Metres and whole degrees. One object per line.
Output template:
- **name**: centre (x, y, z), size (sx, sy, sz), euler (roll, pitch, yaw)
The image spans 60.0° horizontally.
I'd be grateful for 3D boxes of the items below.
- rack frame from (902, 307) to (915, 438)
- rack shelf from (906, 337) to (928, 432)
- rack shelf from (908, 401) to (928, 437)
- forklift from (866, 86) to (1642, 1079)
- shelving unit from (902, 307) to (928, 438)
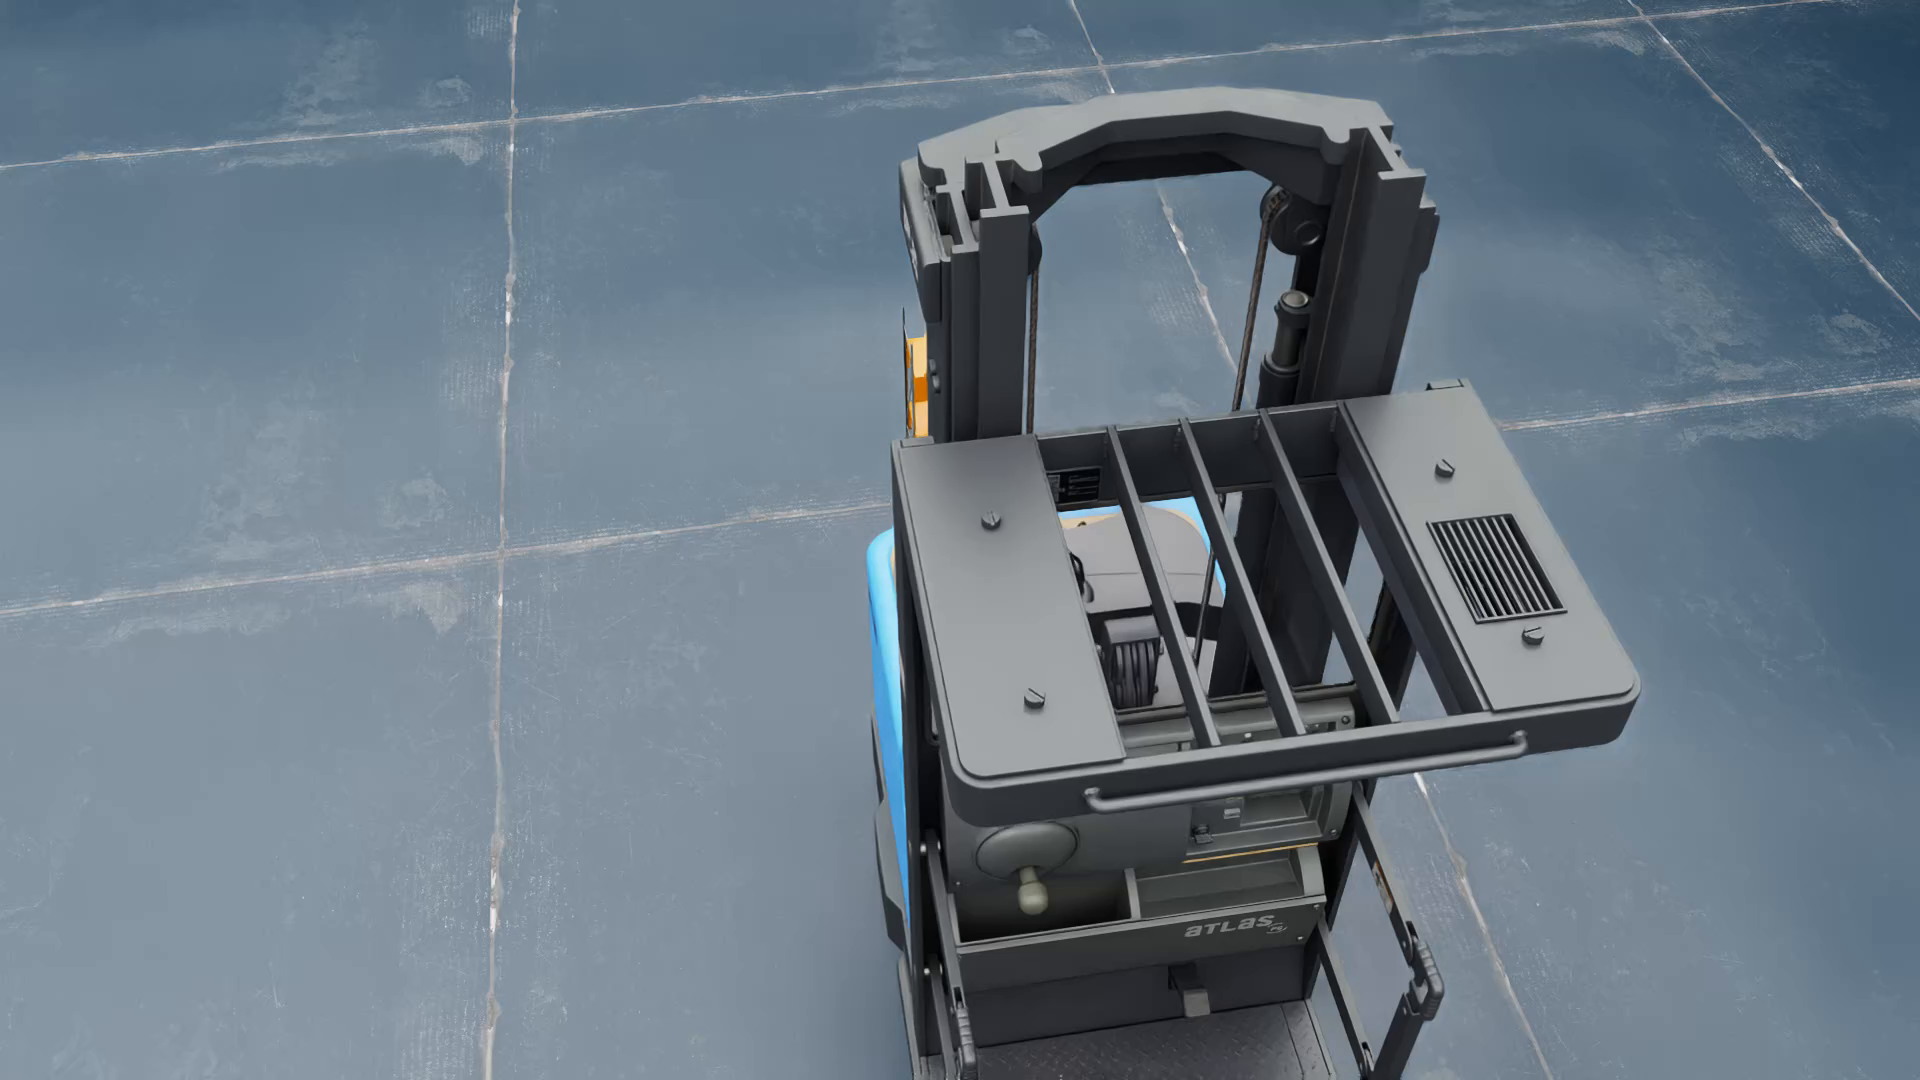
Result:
- **rack frame**: centre (-0.173, -0.343, 5.851), size (0.008, 1.050, 0.200), euler (-7, 46, -7)
- **rack shelf**: centre (-0.053, -0.547, 5.669), size (0.240, 0.259, 0.215), euler (-7, 46, -7)
- **rack shelf**: centre (-0.053, -0.350, 5.873), size (0.240, 0.259, 0.215), euler (-7, 46, -7)
- **forklift**: centre (0.458, 0.690, 3.550), size (1.130, 2.935, 3.031), euler (-7, 46, -6)
- **shelving unit**: centre (-0.053, -0.358, 5.866), size (0.252, 1.050, 0.215), euler (-7, 46, -7)
